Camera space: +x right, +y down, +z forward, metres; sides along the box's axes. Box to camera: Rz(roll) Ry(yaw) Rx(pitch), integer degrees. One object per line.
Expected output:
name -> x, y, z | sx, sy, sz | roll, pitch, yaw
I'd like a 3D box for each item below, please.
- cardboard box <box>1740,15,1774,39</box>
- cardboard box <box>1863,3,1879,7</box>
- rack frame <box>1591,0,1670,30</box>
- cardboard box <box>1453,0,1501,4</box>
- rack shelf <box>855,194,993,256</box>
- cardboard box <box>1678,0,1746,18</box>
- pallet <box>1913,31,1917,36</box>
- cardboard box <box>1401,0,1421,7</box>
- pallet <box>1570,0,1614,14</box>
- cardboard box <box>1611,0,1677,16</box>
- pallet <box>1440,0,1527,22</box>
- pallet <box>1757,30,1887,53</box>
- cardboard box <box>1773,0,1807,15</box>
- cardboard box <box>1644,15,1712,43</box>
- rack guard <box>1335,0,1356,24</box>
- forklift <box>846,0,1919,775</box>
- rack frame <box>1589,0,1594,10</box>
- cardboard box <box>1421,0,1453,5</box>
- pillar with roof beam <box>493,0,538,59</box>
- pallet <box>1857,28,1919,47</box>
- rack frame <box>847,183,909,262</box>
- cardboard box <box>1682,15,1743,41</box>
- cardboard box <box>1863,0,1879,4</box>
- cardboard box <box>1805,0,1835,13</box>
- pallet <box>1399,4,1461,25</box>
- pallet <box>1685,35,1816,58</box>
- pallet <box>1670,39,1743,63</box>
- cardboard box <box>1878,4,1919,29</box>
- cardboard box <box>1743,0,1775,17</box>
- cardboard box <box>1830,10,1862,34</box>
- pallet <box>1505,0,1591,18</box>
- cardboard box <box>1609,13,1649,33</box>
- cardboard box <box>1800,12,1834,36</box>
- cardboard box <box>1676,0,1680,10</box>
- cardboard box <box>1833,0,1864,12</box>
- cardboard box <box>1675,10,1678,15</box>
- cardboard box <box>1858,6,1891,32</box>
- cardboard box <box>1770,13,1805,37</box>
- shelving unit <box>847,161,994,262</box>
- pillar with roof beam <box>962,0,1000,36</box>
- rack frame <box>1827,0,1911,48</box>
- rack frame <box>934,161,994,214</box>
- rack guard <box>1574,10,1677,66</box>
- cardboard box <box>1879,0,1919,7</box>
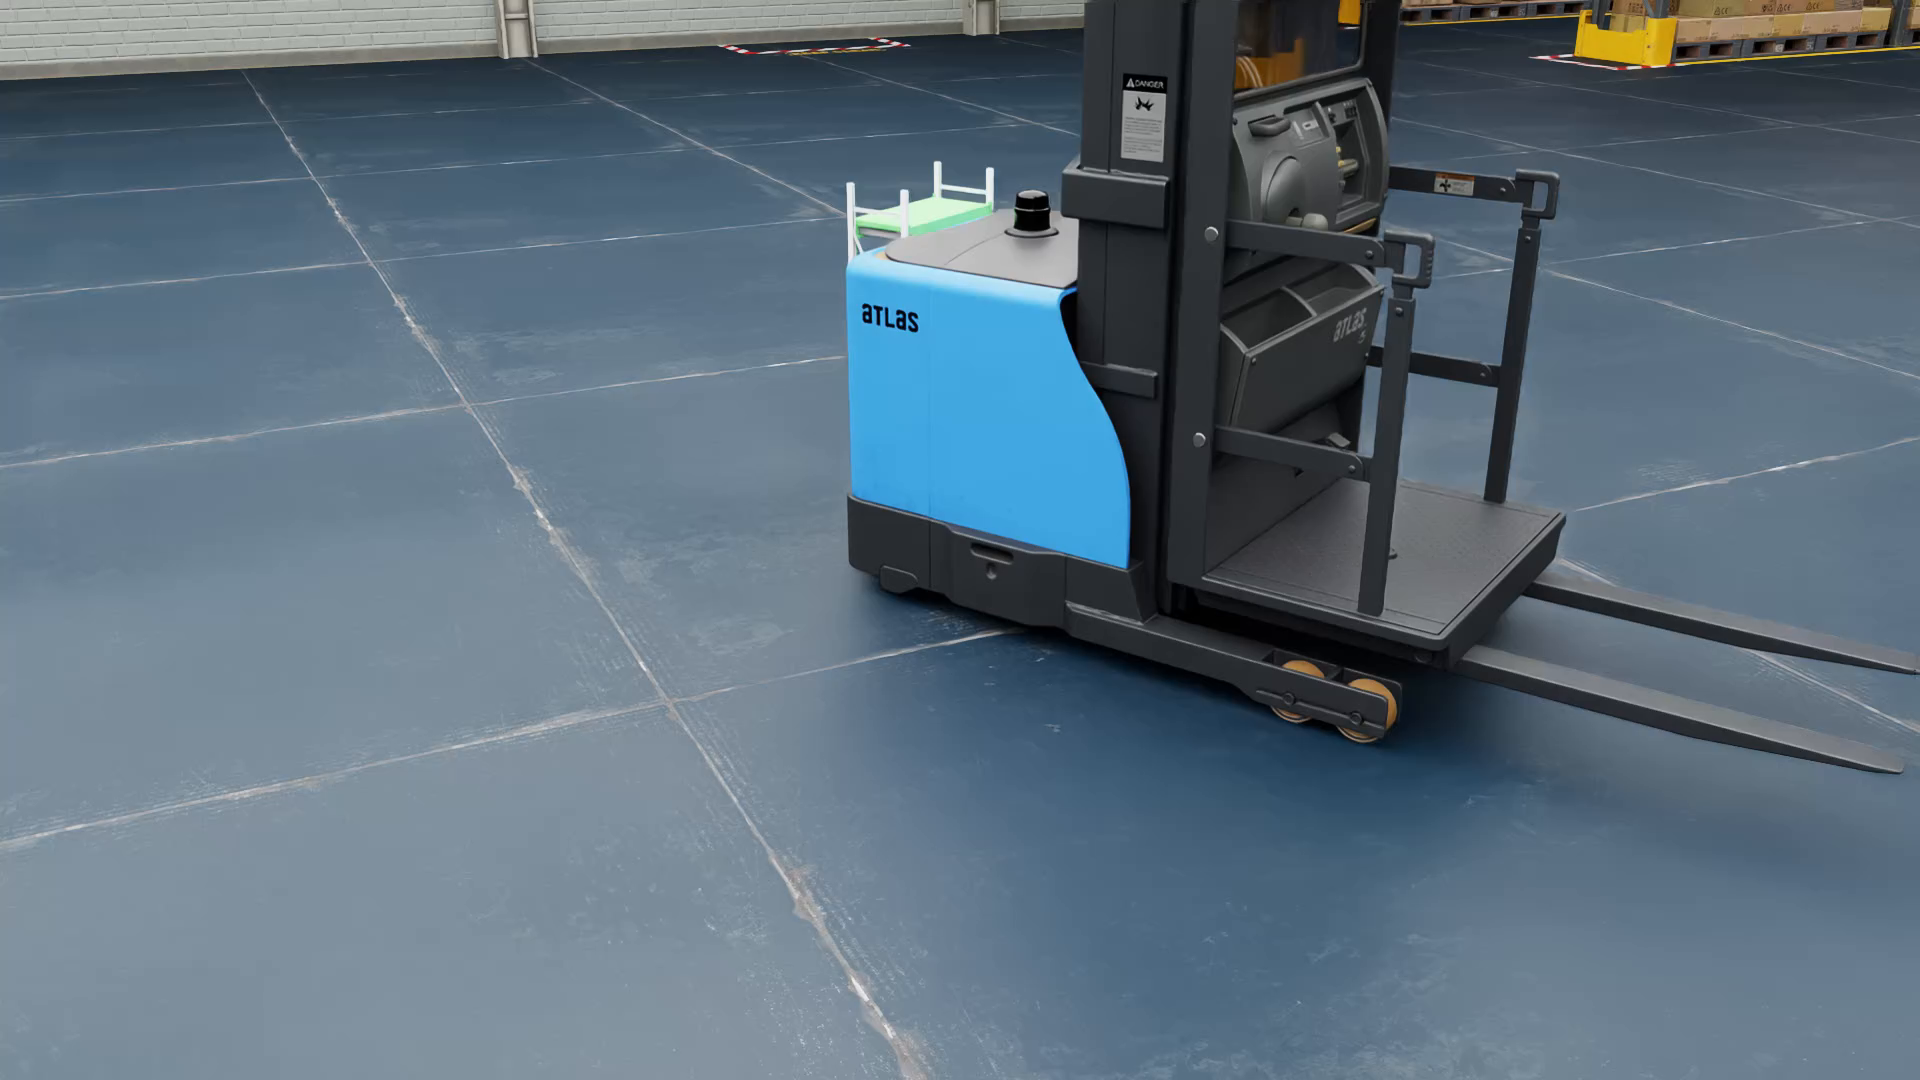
cardboard box -> 9.055, -5.980, 19.320 | 0.500, 0.250, 0.500 | -10, 25, -24
cardboard box -> 11.428, -6.633, 20.897 | 0.500, 0.250, 0.500 | -11, 25, -24
rack frame -> 7.576, -6.877, 18.441 | 0.127, 3.000, 1.000 | -10, 25, -24
cardboard box -> 7.283, -7.915, 23.641 | 0.500, 0.500, 0.700 | -12, 25, -27
rack shelf -> -0.127, -1.047, 5.622 | 0.258, 0.148, 0.480 | 15, 27, 32
cardboard box -> 8.605, -6.243, 18.975 | 0.500, 0.500, 0.500 | -10, 25, -24
pallet -> 12.928, -6.592, 21.398 | 1.213, 0.211, 1.003 | -10, 25, -24
cardboard box -> 6.087, -7.628, 23.197 | 0.500, 0.311, 0.500 | -14, 26, -30
pallet -> 9.729, -8.088, 25.014 | 1.213, 0.211, 1.003 | -10, 25, -24
cardboard box -> 7.930, -6.338, 19.206 | 0.500, 0.500, 0.500 | -10, 25, -24
pallet -> 7.338, -7.631, 23.909 | 1.213, 0.211, 1.003 | -10, 25, -24
pallet -> 10.445, -6.135, 20.294 | 1.213, 0.211, 1.003 | -10, 25, -24
cardboard box -> 9.508, -6.407, 19.372 | 0.500, 0.500, 0.500 | -10, 25, -24
cardboard box -> 8.156, -5.813, 18.917 | 0.500, 0.250, 0.500 | -10, 25, -24
rack guard -> 5.493, -7.441, 23.073 | 0.348, 0.500, 1.175 | -10, 25, -24
forklift -> 1.138, -1.044, 4.440 | 3.031, 2.935, 1.130 | 15, 27, 32
rack frame -> 9.028, -9.247, 24.167 | 0.127, 3.000, 1.000 | -10, 25, -24
cardboard box -> 6.600, -7.723, 23.425 | 0.500, 0.311, 0.500 | -8, 24, -19
pillar with roof beam -> -3.266, -8.295, 14.025 | 0.400, 9.000, 9.100 | -10, 25, -24
pallet -> 11.827, -6.388, 20.905 | 1.213, 0.211, 1.003 | -10, 25, -24
rack frame -> -0.267, -0.586, 5.596 | 0.240, 1.200, 0.015 | 15, 27, 32
cardboard box -> 8.605, -5.897, 19.120 | 0.500, 0.250, 0.500 | -10, 25, -24
cardboard box -> 11.421, -6.889, 20.784 | 0.500, 0.311, 0.500 | -10, 25, -24
cardboard box -> 9.953, -6.495, 19.585 | 0.500, 0.500, 0.500 | -10, 25, -24
pallet -> 6.240, -7.430, 23.424 | 1.213, 0.211, 1.003 | -10, 25, -24
pallet -> 9.345, -5.931, 19.801 | 1.213, 0.211, 1.003 | -10, 25, -24
pallet -> 8.247, -5.730, 19.316 | 1.213, 0.211, 1.003 | -10, 25, -24
cardboard box -> 11.651, -6.446, 20.445 | 0.500, 0.250, 0.500 | -11, 25, -25
cardboard box -> 9.050, -6.330, 19.186 | 0.500, 0.500, 0.500 | -10, 25, -24
cardboard box -> 10.402, -6.232, 19.930 | 0.500, 0.250, 0.500 | -10, 25, -24
pallet -> 8.439, -7.835, 24.402 | 1.213, 0.211, 1.003 | -10, 25, -24
cardboard box -> 7.931, -5.991, 19.348 | 0.500, 0.250, 0.500 | -10, 25, -24
cardboard box -> 9.958, -6.144, 19.717 | 0.500, 0.250, 0.500 | -10, 25, -24
cardboard box -> 8.825, -6.509, 19.619 | 0.500, 0.500, 0.500 | -10, 25, -24
cardboard box -> 10.401, -6.579, 19.788 | 0.500, 0.500, 0.500 | -10, 25, -24
cardboard box -> 8.376, -6.078, 19.558 | 0.500, 0.250, 0.500 | -10, 25, -24
cardboard box -> 10.857, -6.312, 20.122 | 0.500, 0.250, 0.500 | -10, 25, -24
cardboard box -> 9.508, -6.061, 19.516 | 0.500, 0.250, 0.500 | -10, 25, -24
shelving unit -> -0.127, -0.662, 5.781 | 0.258, 1.200, 0.503 | 15, 27, 32
pillar with roof beam -> 2.140, -9.291, 16.429 | 0.400, 9.000, 9.100 | -10, 25, -24
rack frame -> 11.180, -7.540, 20.044 | 0.127, 3.000, 1.000 | -10, 25, -24
rack frame -> 0.013, -0.739, 5.966 | 0.240, 1.200, 0.015 | 15, 27, 32
rack guard -> 7.554, -5.718, 18.910 | 0.348, 0.500, 1.175 | -10, 25, -24
cardboard box -> 11.661, -6.706, 20.341 | 0.500, 0.311, 0.500 | -10, 25, -23
